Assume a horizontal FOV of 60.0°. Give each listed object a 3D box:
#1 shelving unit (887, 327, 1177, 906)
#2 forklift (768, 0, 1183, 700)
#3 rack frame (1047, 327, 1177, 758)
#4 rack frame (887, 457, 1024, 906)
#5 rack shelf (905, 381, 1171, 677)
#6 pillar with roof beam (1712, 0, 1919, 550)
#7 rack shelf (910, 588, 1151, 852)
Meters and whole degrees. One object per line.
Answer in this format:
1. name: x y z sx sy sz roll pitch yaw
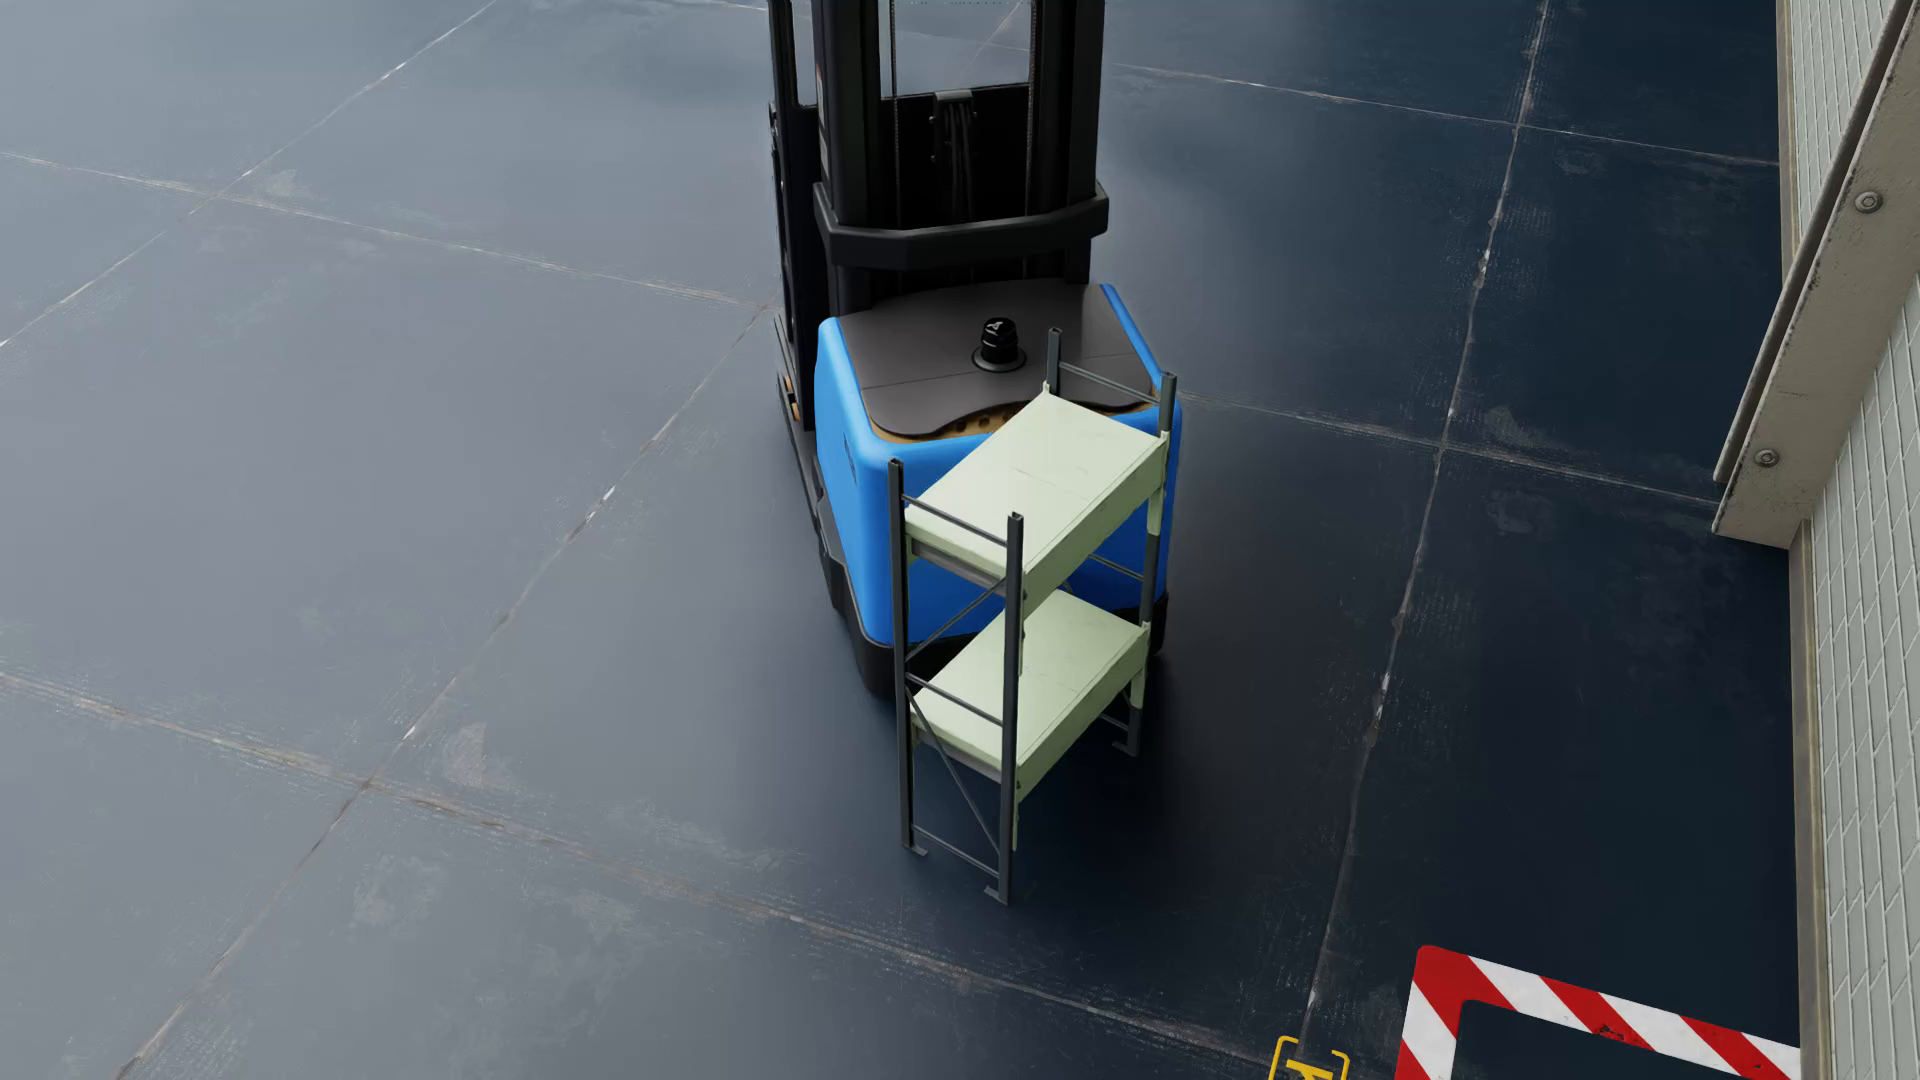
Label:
1. shelving unit: 0.200 0.250 4.802 0.431 1.500 0.755 25 46 26
2. forklift: -0.127 -1.550 5.809 1.130 2.935 3.031 -9 41 -10
3. rack frame: 0.415 0.057 5.027 0.400 1.500 0.023 25 46 26
4. rack frame: -0.014 0.442 4.576 0.400 1.500 0.023 25 46 26
5. rack shelf: 0.200 -0.047 4.548 0.431 0.370 0.720 25 46 26
6. pillar with roof beam: -0.993 -4.491 4.580 9.100 9.000 0.400 13 42 15
7. rack shelf: 0.200 0.498 5.013 0.431 0.370 0.720 25 46 26
